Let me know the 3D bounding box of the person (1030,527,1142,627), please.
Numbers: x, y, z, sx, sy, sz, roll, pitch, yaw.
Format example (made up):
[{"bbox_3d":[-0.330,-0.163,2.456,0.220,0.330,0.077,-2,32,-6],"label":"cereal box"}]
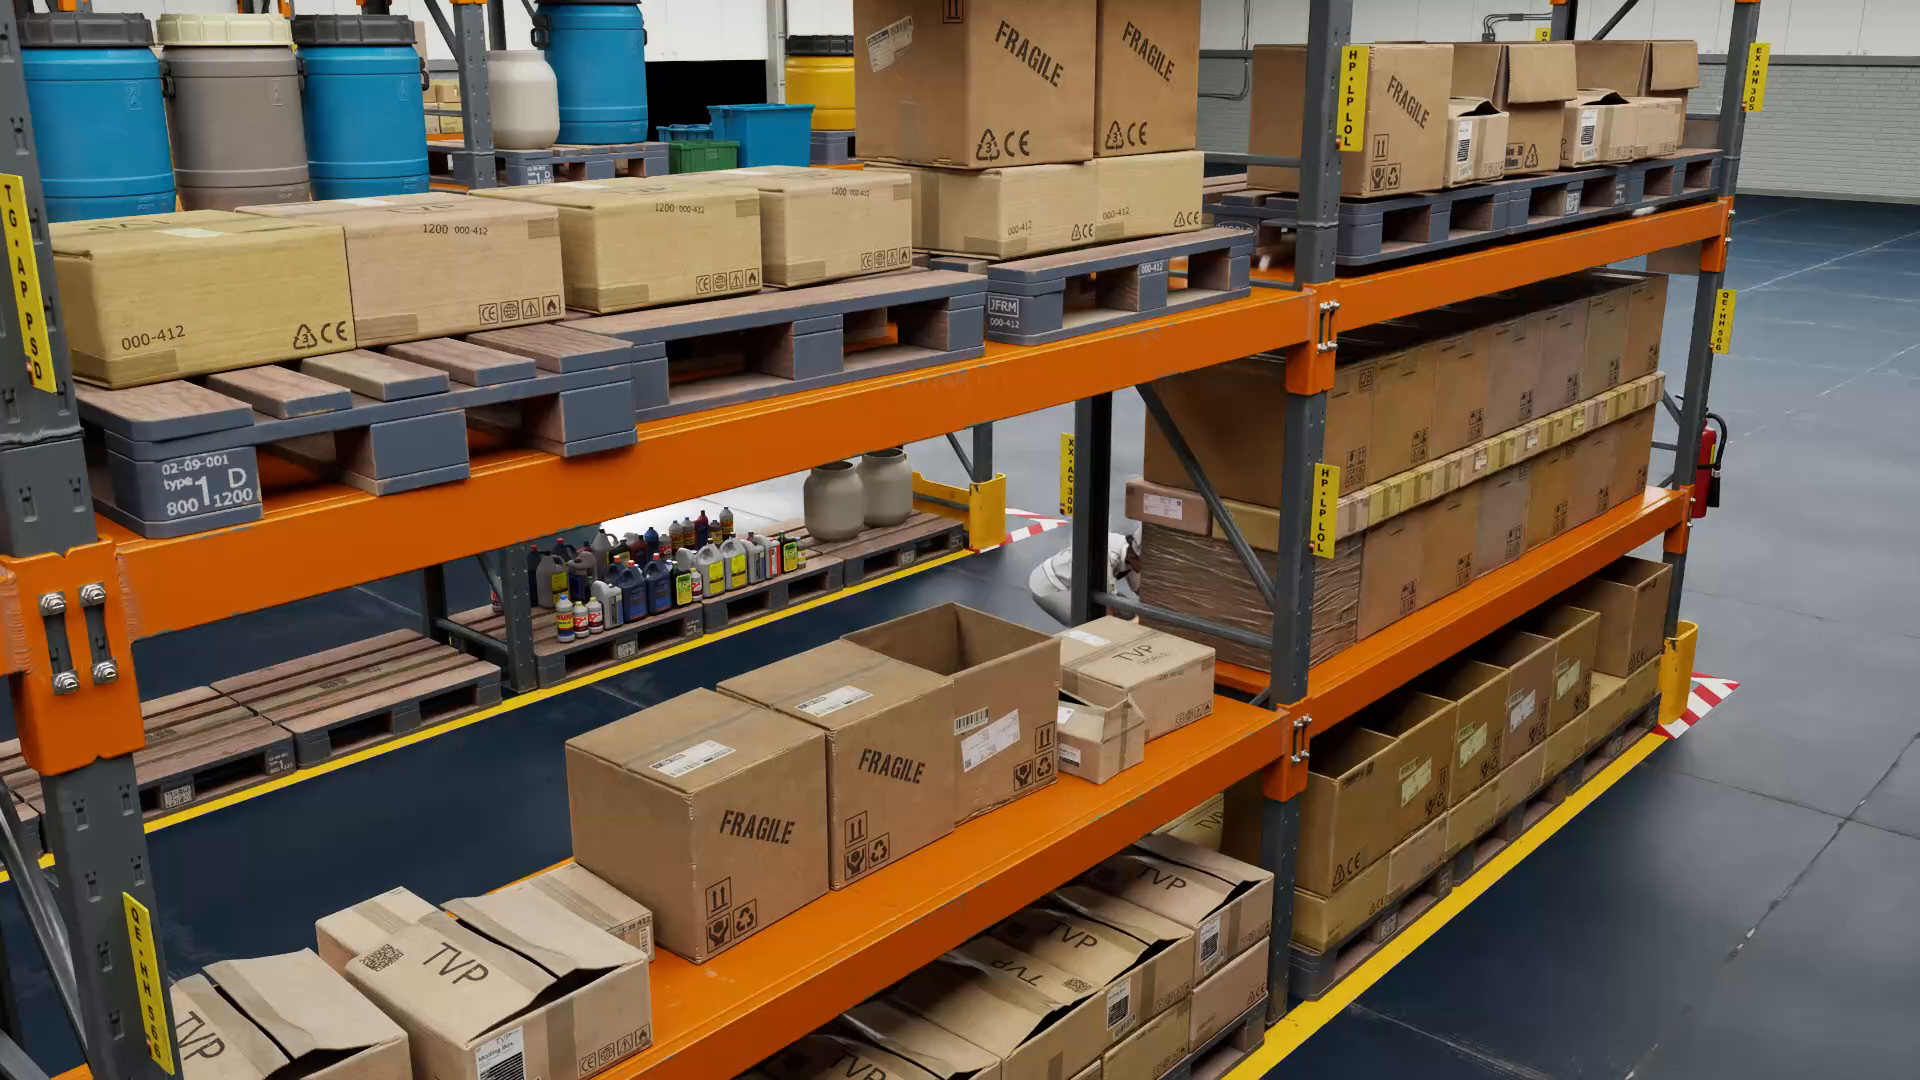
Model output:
[{"bbox_3d":[0.823,0.336,9.710,0.863,0.931,0.479,15,22,39],"label":"person"}]
